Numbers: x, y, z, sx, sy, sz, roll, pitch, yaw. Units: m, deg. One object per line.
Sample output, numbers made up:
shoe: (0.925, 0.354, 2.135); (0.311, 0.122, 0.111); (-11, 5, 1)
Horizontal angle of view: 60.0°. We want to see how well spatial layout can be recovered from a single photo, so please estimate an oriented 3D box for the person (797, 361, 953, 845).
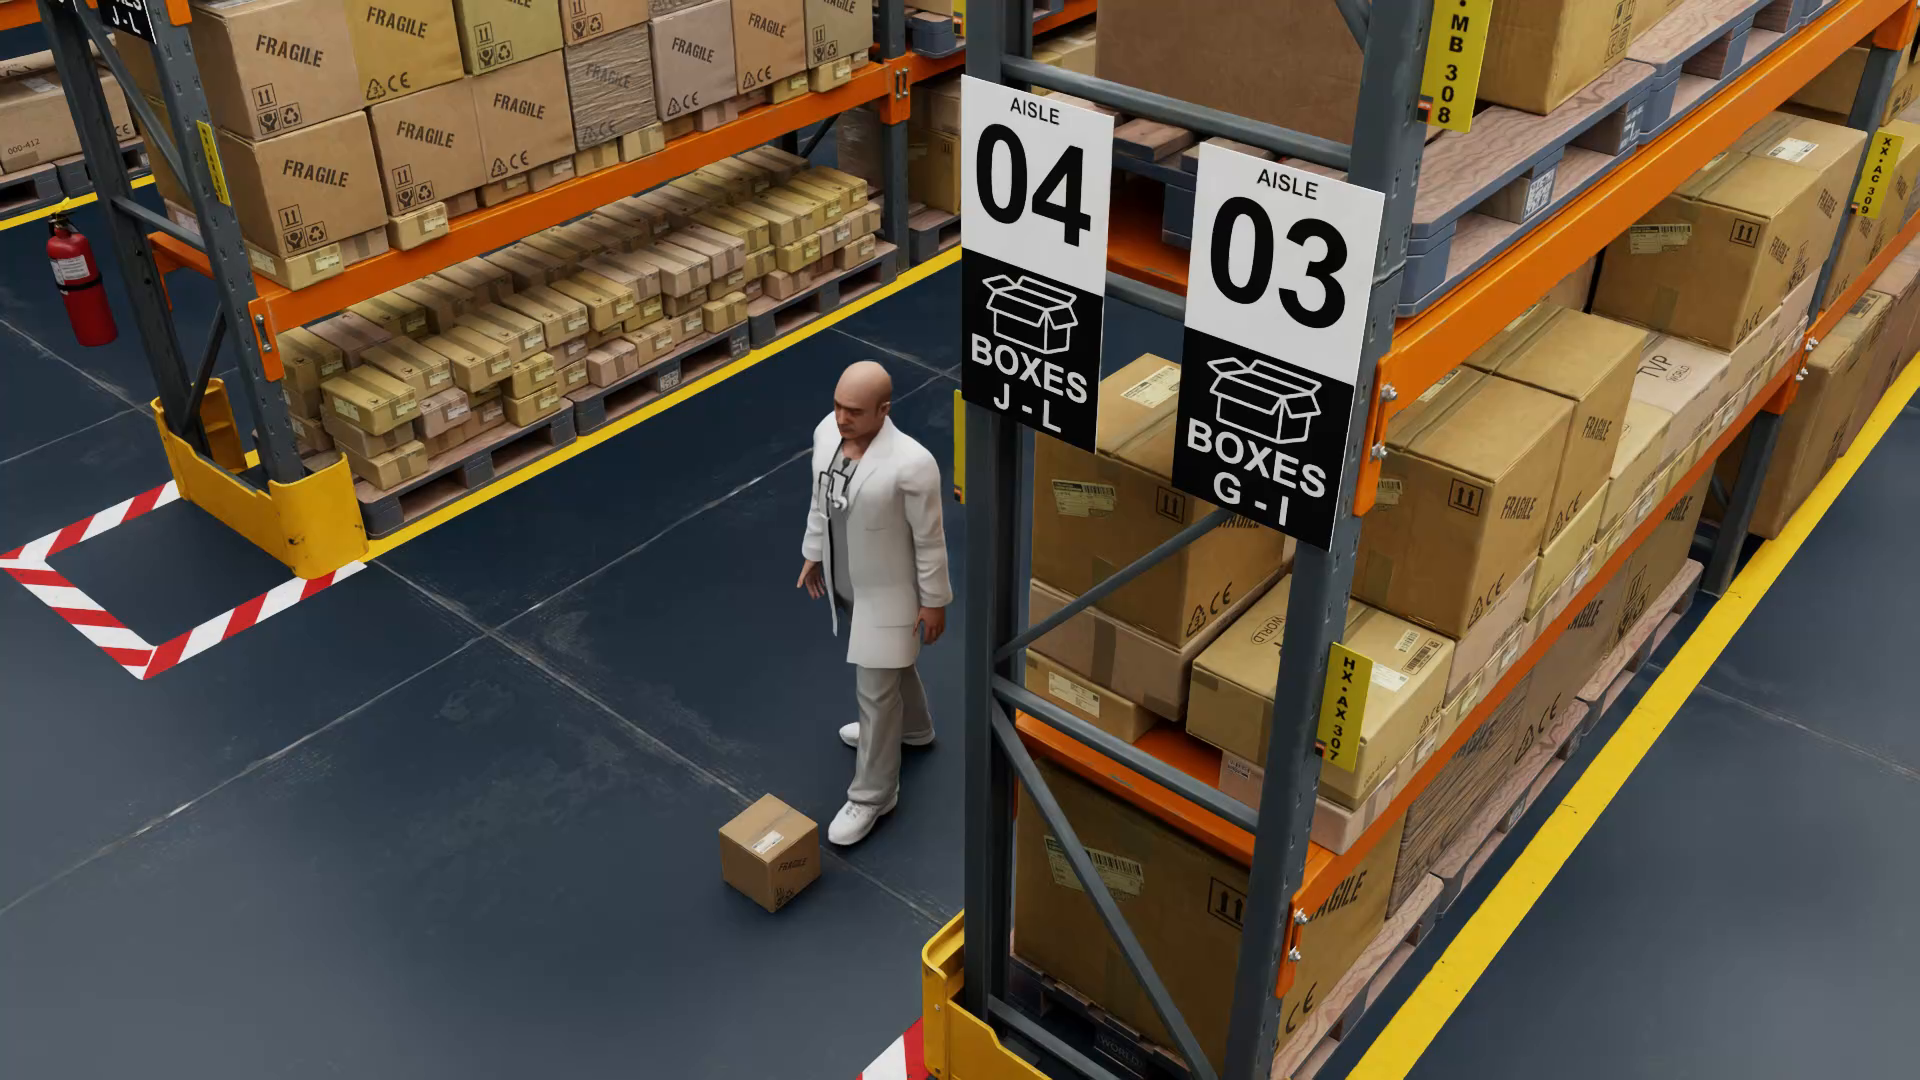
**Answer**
person: (-0.372, 0.168, 5.894); (0.689, 1.767, 0.617); (-26, 42, -32)
